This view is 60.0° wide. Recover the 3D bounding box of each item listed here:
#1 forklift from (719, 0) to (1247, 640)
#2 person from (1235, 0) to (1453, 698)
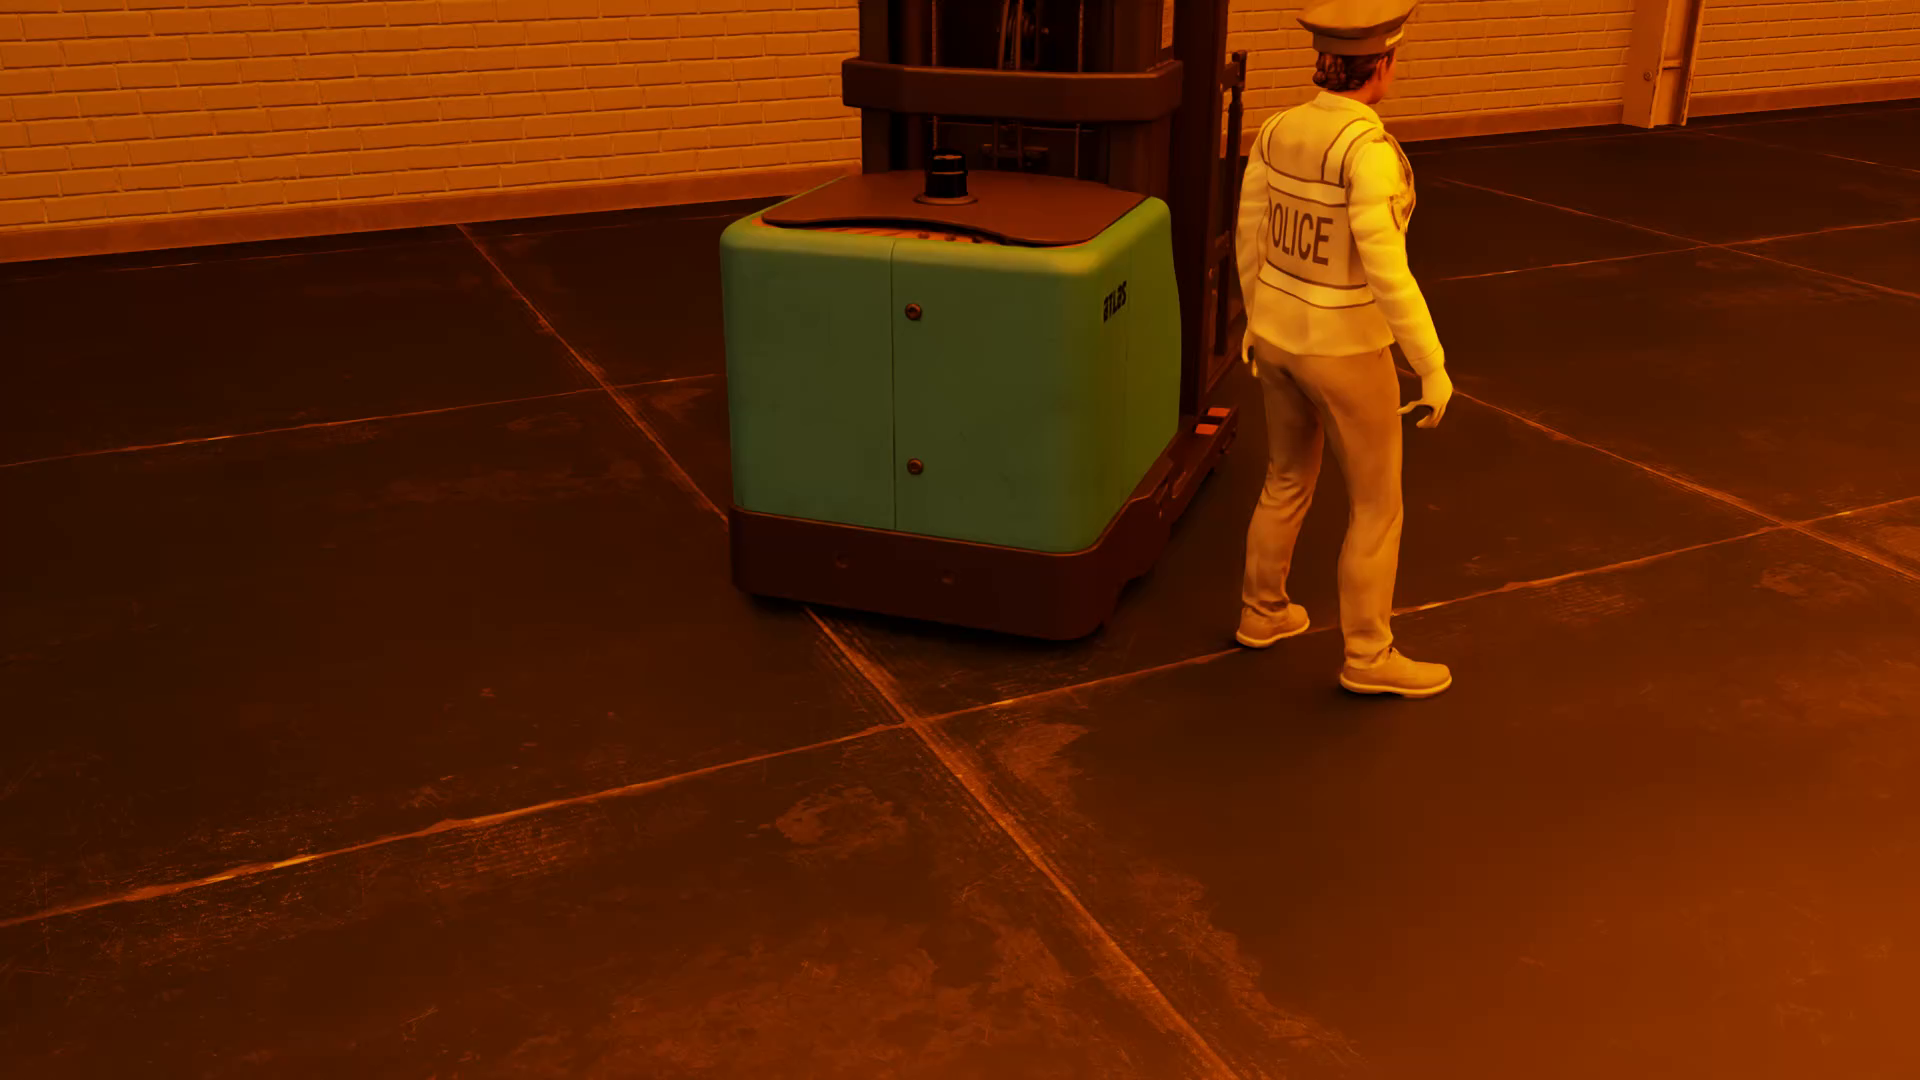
[{"bbox_3d":[0.342,-1.631,5.211,1.130,2.935,3.031,8,24,18],"label":"forklift"},{"bbox_3d":[0.938,-0.457,4.036,0.415,1.688,0.644,-12,25,-26],"label":"person"}]
